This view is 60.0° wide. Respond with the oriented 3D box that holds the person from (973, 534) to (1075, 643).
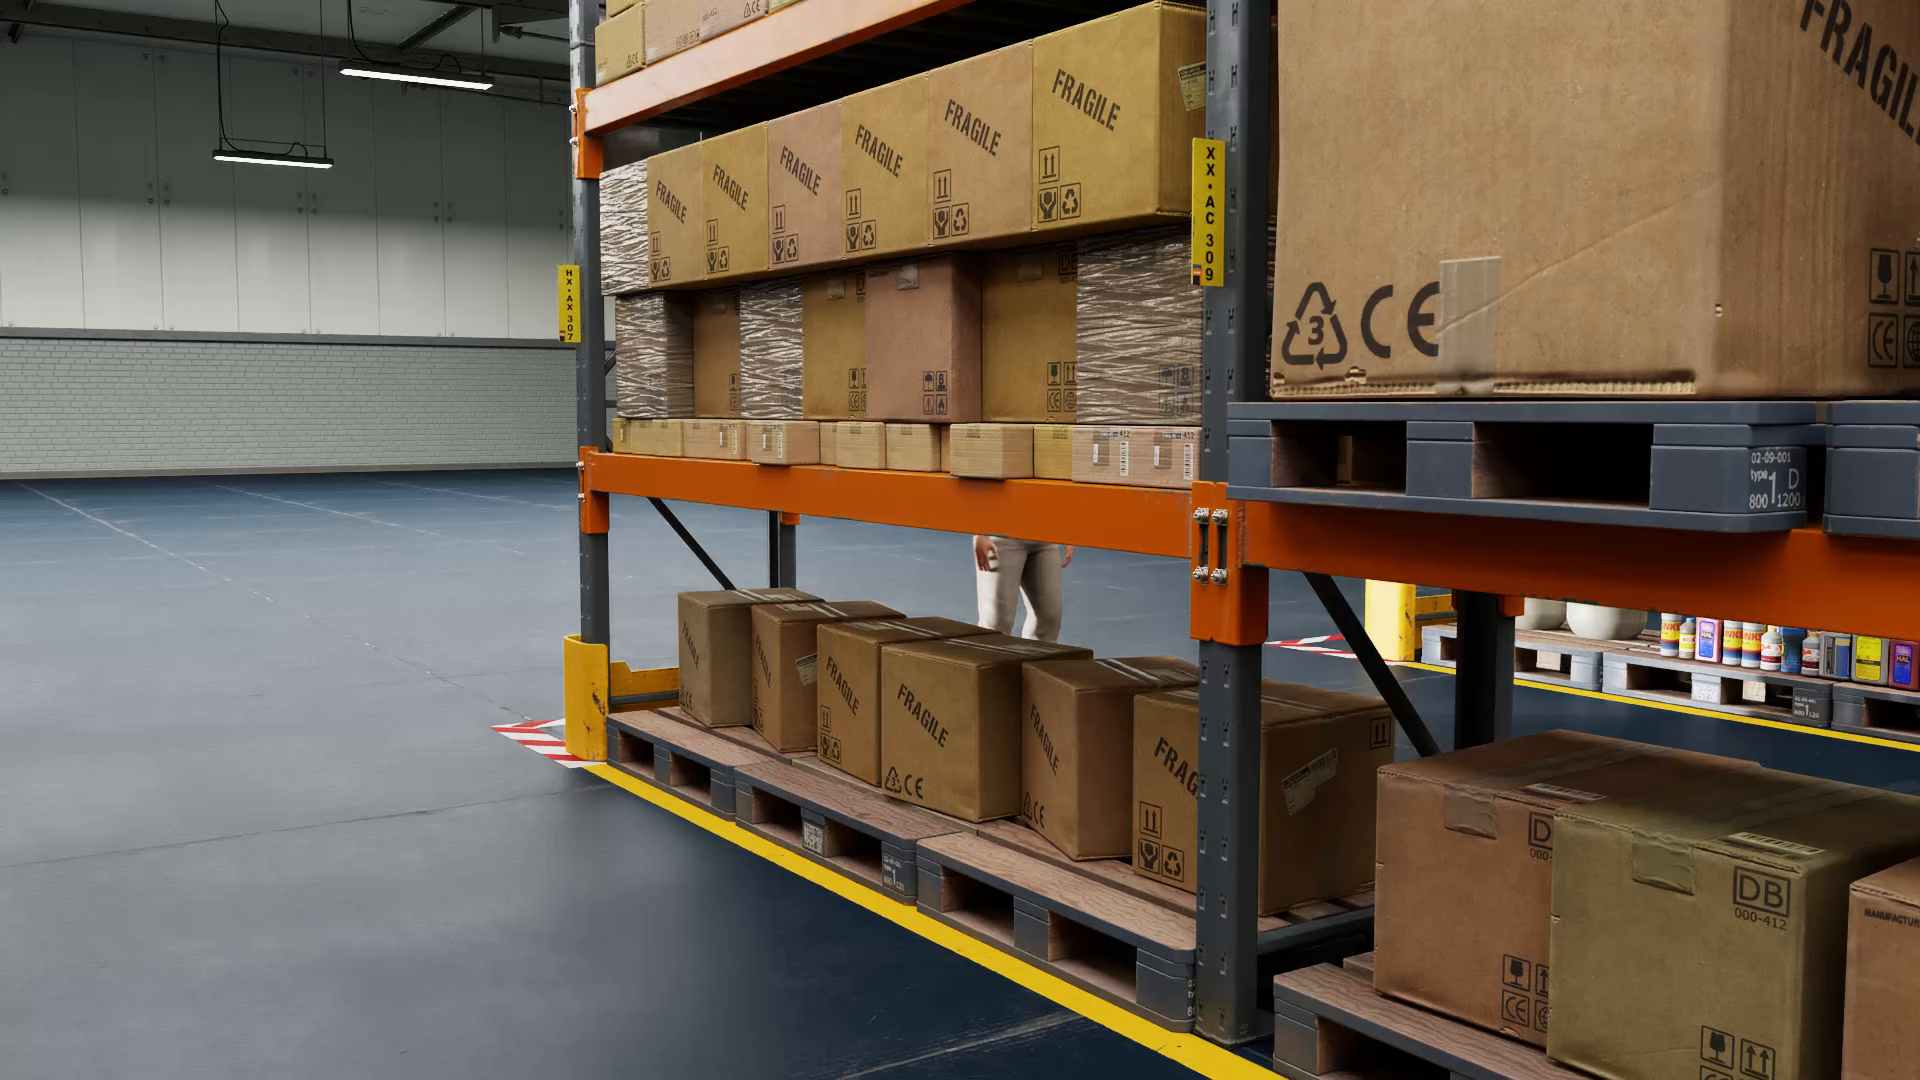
[{"bbox_3d":[0.295,-0.003,7.938,0.593,1.726,0.385,-3,6,-35],"label":"person"}]
